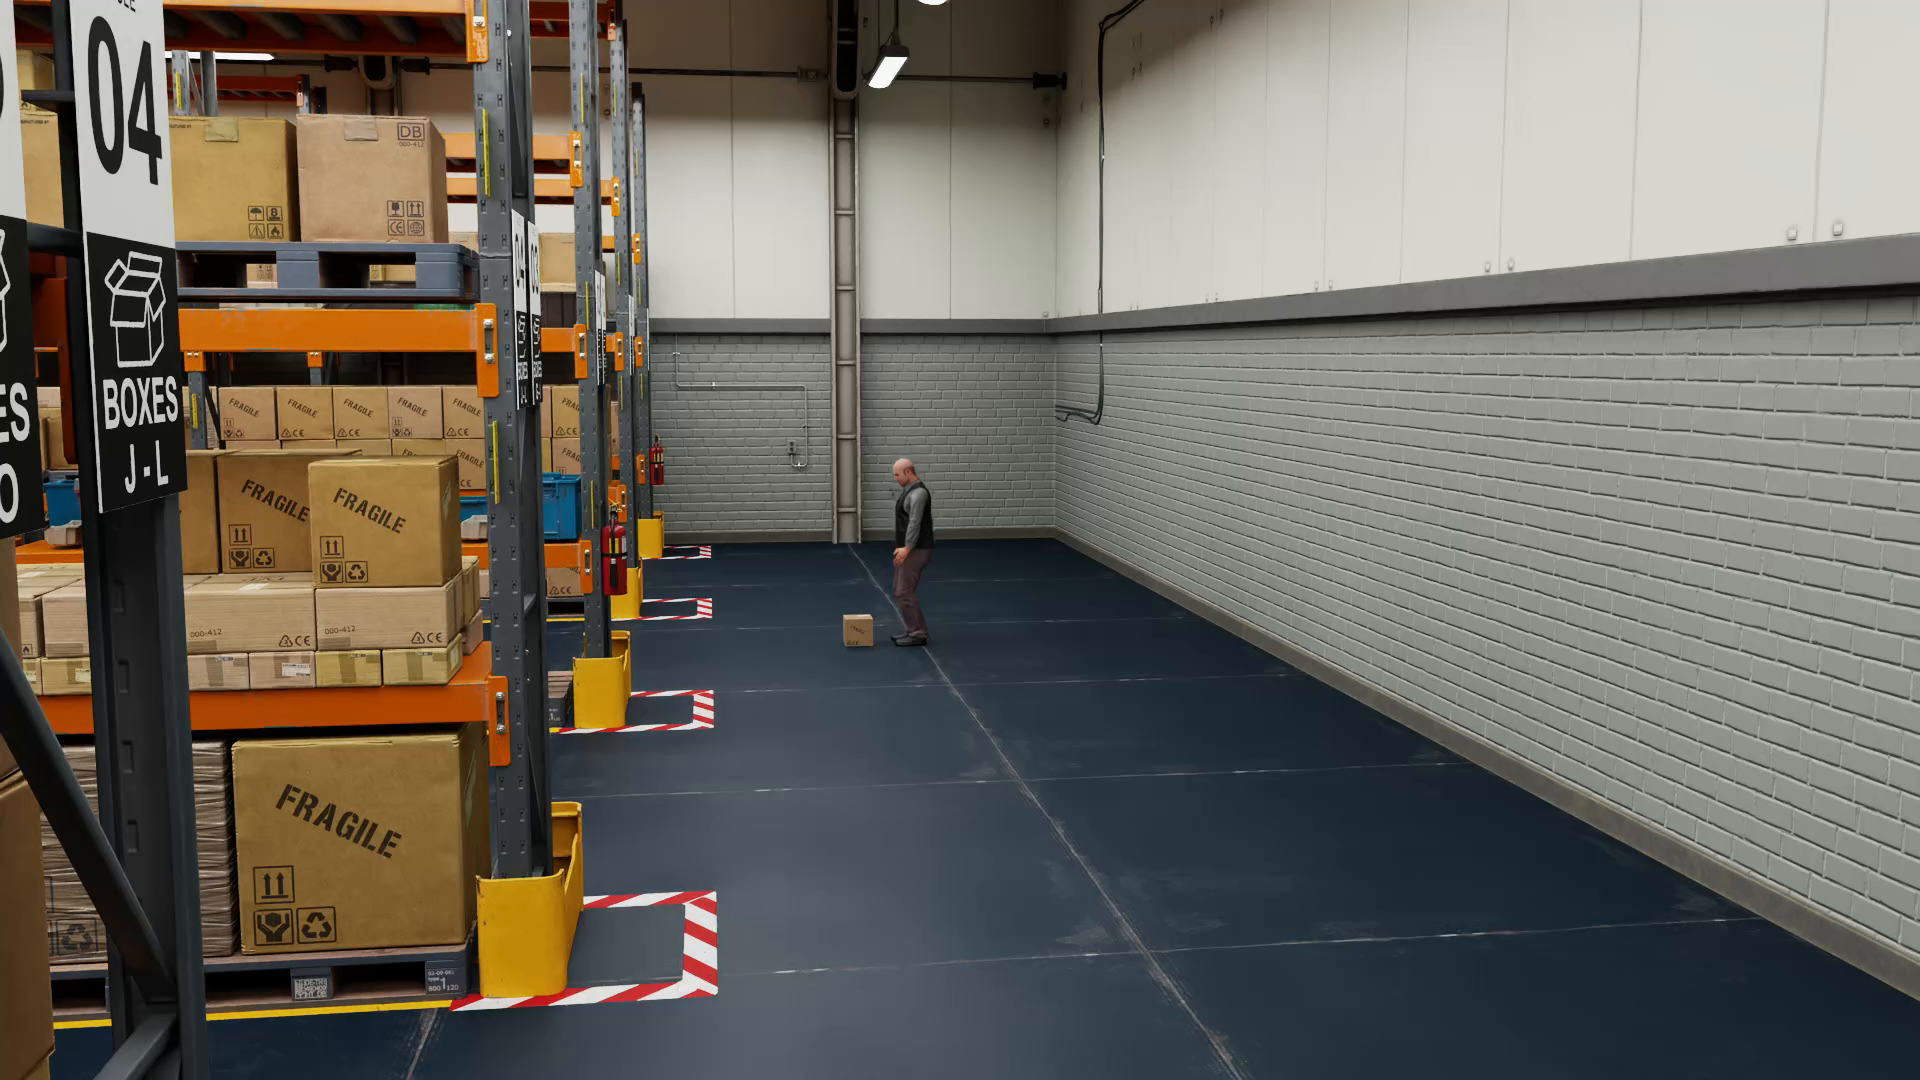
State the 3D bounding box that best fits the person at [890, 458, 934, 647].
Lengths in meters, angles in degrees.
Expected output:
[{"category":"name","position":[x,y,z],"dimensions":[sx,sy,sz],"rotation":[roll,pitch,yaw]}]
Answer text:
[{"category":"person","position":[-0.432,0.106,15.058],"dimensions":[0.390,1.693,0.549],"rotation":[-1,6,-7]}]
